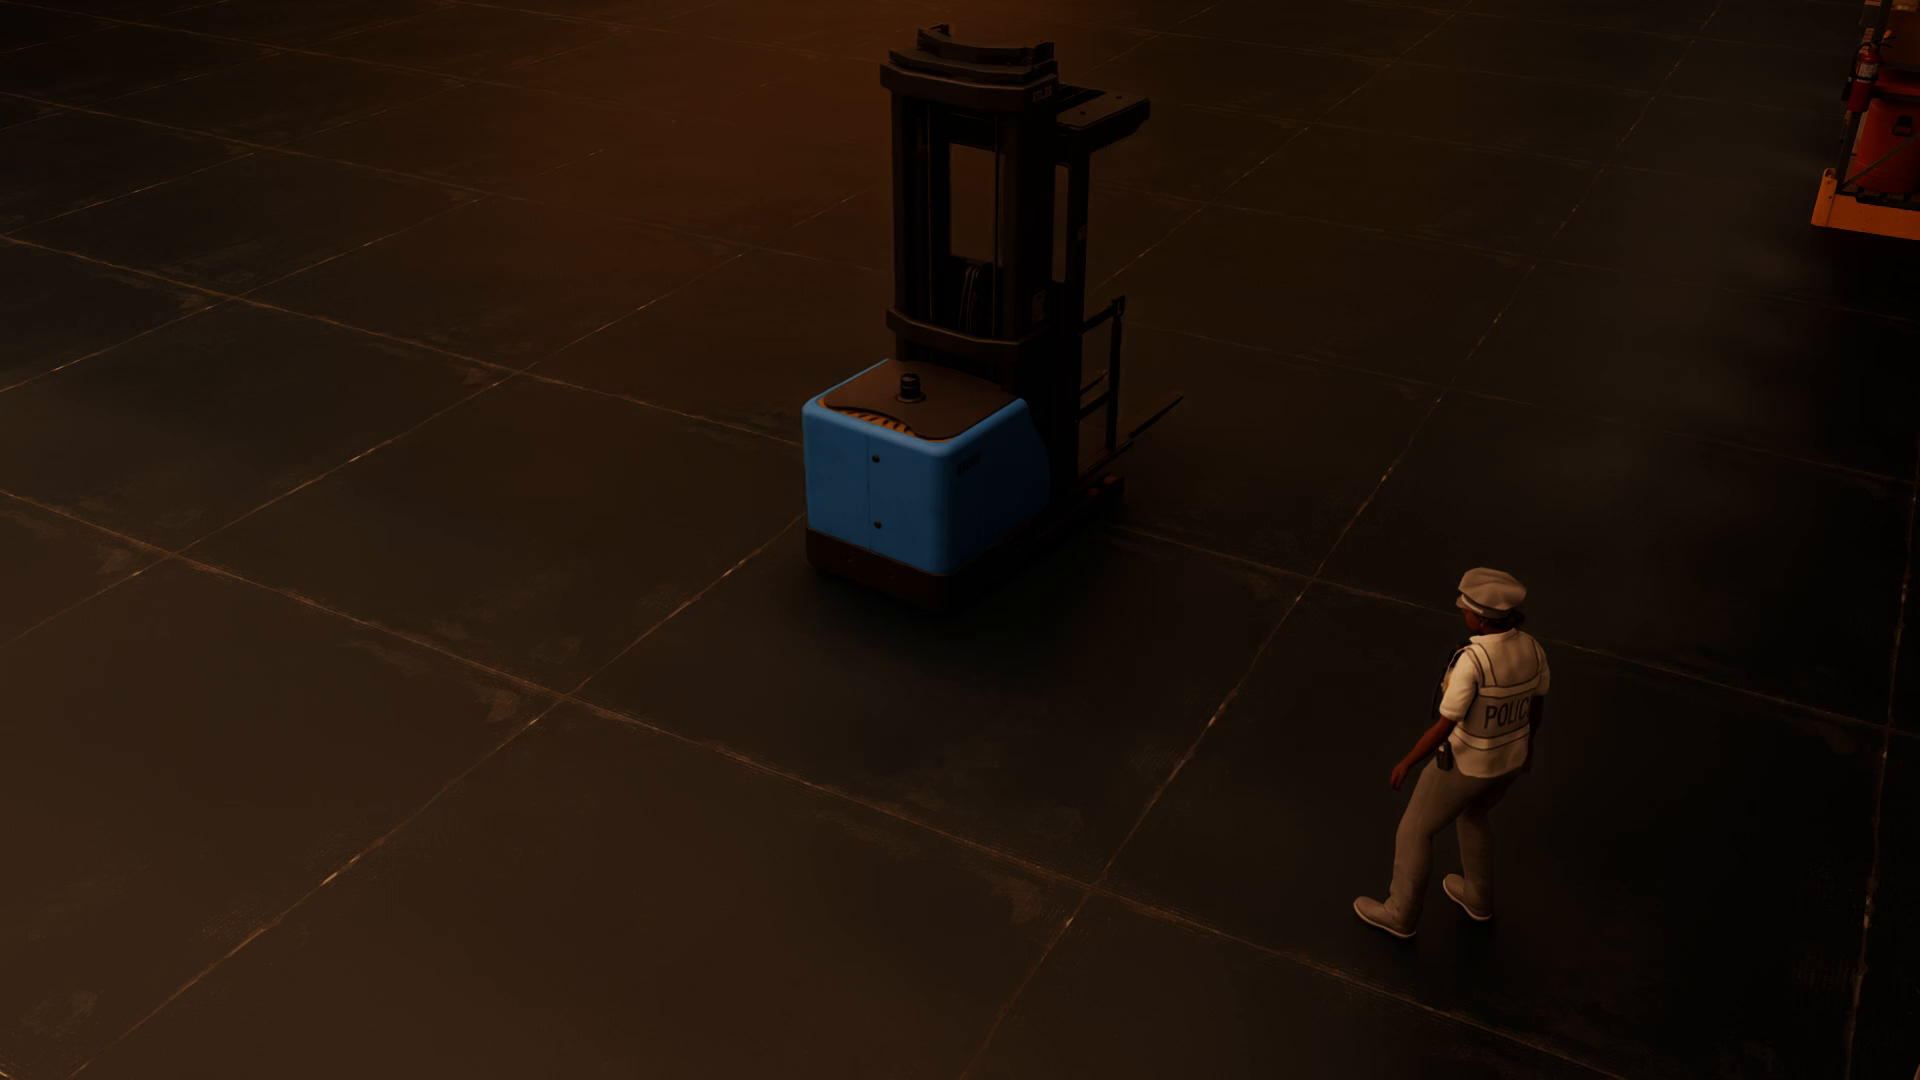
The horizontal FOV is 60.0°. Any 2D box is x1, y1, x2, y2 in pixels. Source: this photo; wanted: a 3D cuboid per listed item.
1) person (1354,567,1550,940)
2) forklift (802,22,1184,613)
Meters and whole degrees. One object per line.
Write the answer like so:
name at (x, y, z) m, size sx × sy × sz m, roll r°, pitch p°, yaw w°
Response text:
person at (2.083, 0.889, 6.830) m, size 0.696 × 1.636 × 0.394 m, roll -17°, pitch 34°, yaw -27°
forklift at (0.372, -1.553, 9.761) m, size 1.130 × 2.935 × 3.031 m, roll 20°, pitch 35°, yaw 30°
